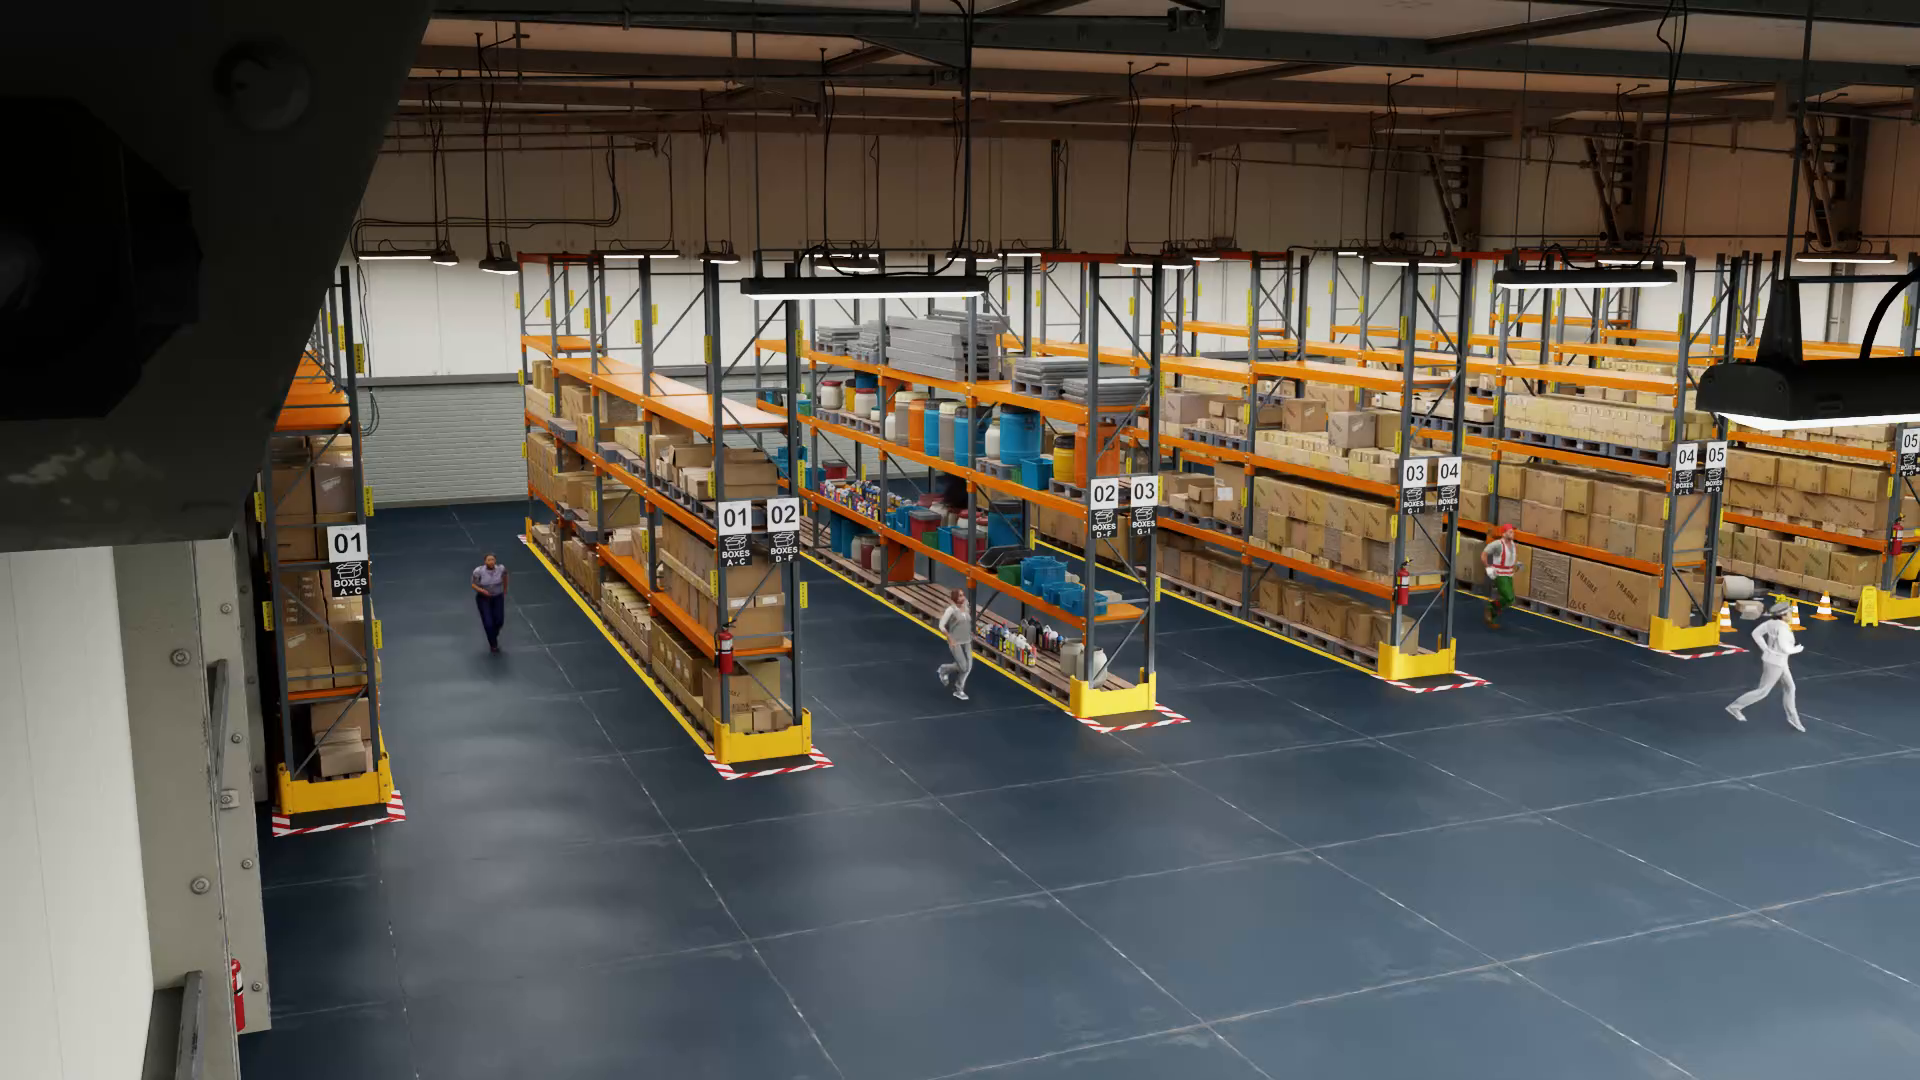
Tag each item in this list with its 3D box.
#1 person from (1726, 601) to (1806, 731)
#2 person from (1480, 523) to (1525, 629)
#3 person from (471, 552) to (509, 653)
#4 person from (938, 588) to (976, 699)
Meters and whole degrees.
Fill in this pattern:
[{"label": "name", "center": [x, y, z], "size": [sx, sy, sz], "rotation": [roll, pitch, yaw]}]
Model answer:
[{"label": "person", "center": [10.471, 1.640, 21.460], "size": [0.996, 1.734, 0.578], "rotation": [3, 11, 16]}, {"label": "person", "center": [8.842, 0.590, 26.968], "size": [0.663, 1.736, 0.560], "rotation": [-8, 13, -36]}, {"label": "person", "center": [-7.206, 0.943, 25.570], "size": [0.586, 1.586, 0.690], "rotation": [-4, 11, -21]}, {"label": "person", "center": [-0.039, 1.426, 23.008], "size": [0.538, 1.544, 0.549], "rotation": [-9, 14, -42]}]
